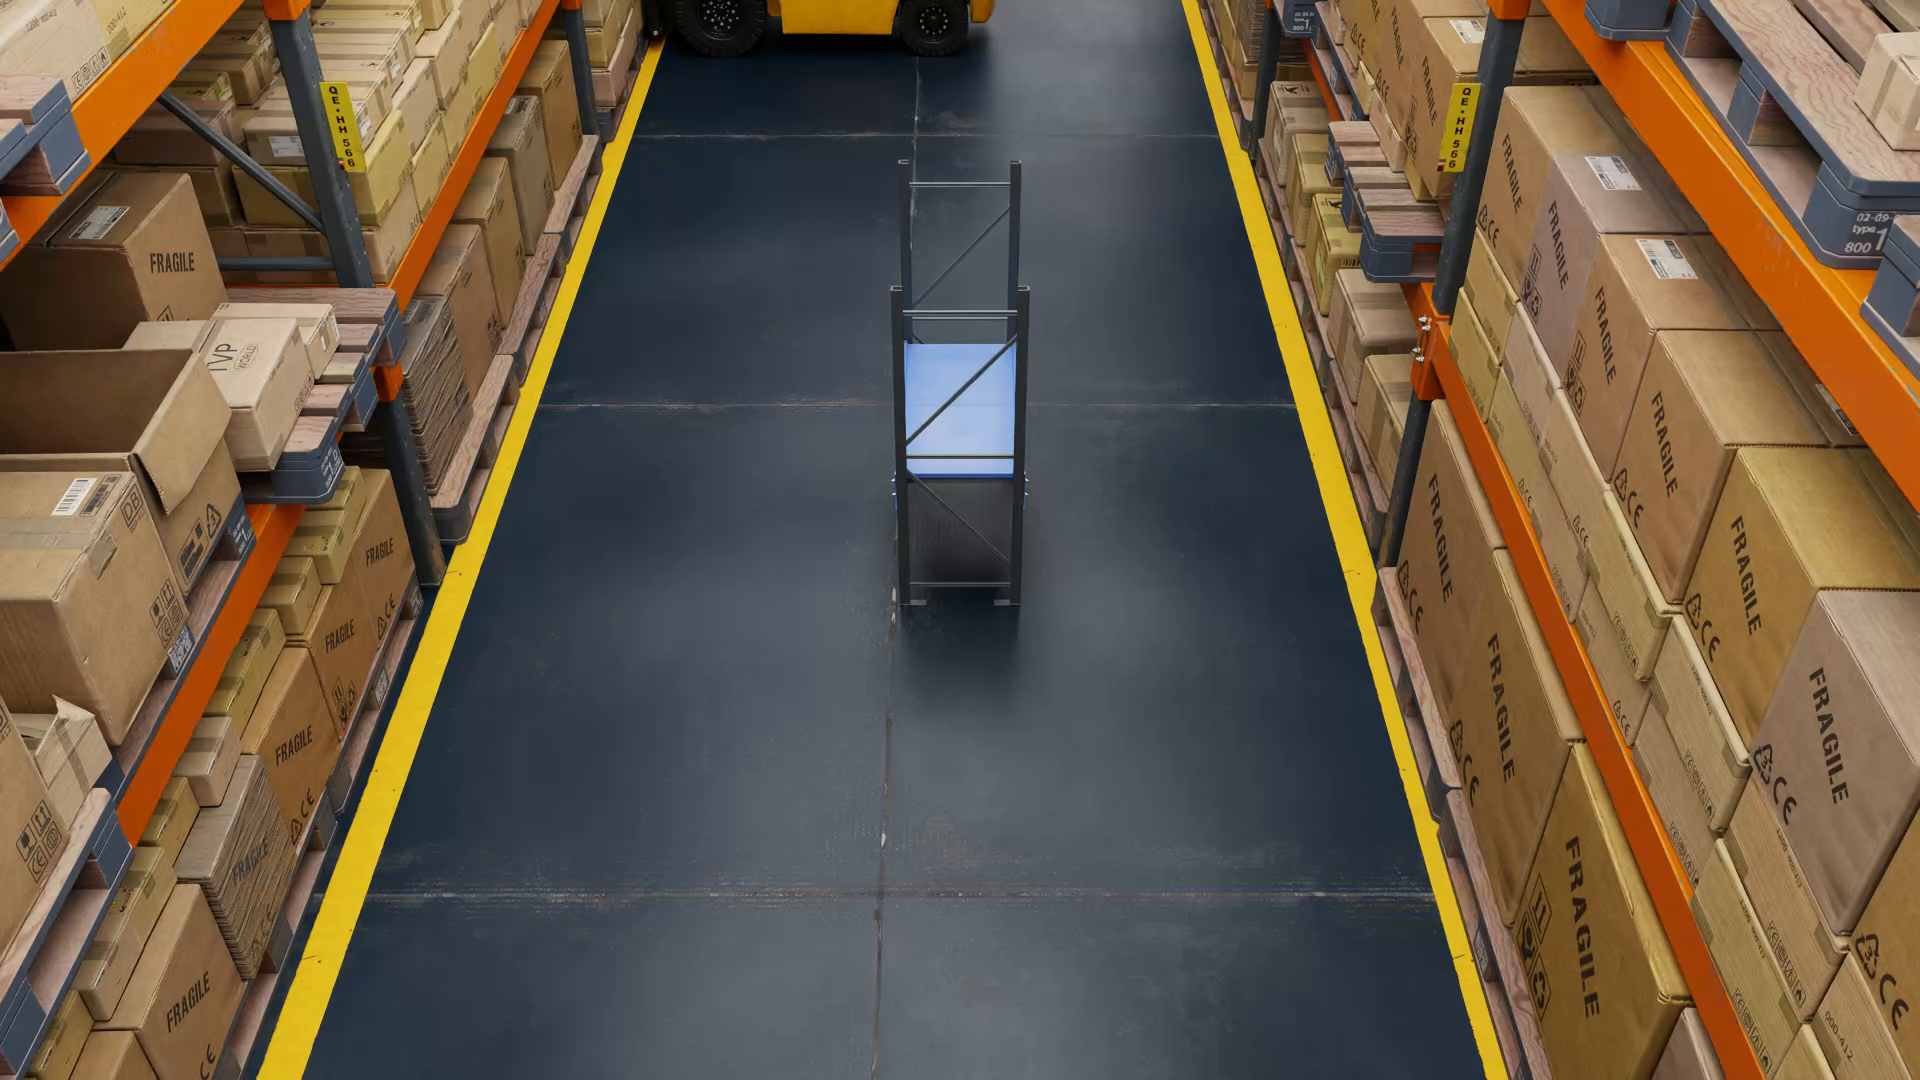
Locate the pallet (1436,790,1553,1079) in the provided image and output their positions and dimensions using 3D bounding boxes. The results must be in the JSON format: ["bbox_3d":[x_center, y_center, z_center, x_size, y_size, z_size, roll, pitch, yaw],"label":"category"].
[{"bbox_3d":[2.200,1.329,5.423,1.003,0.211,1.213,0,39,0],"label":"pallet"}]

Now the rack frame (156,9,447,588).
[{"bbox_3d":[-2.688,-1.008,6.109,1.000,3.000,0.127,0,39,0],"label":"rack frame"}]

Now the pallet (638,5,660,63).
[{"bbox_3d":[-2.656,-3.683,11.677,1.003,0.211,1.213,0,39,0],"label":"pallet"}]

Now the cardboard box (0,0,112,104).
[{"bbox_3d":[-2.443,-1.172,4.035,0.500,0.250,0.500,0,39,0],"label":"cardboard box"}]

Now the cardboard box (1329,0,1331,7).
[{"bbox_3d":[1.981,-2.586,7.944,0.380,0.149,0.250,0,39,0],"label":"cardboard box"}]

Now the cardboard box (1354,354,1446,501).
[{"bbox_3d":[2.285,-0.505,7.248,0.950,0.372,0.625,-2,39,-3],"label":"cardboard box"}]

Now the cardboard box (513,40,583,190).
[{"bbox_3d":[-2.681,-2.420,9.434,0.875,0.625,0.625,2,39,2],"label":"cardboard box"}]

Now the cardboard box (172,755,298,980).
[{"bbox_3d":[-2.460,1.033,5.225,0.500,0.500,0.500,-1,39,-2],"label":"cardboard box"}]

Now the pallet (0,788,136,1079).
[{"bbox_3d":[-2.575,1.069,3.671,1.003,0.211,1.213,0,39,0],"label":"pallet"}]

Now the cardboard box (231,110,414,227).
[{"bbox_3d":[-2.419,-1.422,6.346,0.500,0.250,0.500,0,39,0],"label":"cardboard box"}]

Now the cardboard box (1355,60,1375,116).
[{"bbox_3d":[1.916,-1.939,7.136,0.380,0.149,0.250,1,39,1],"label":"cardboard box"}]

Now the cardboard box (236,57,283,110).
[{"bbox_3d":[-2.969,-1.745,6.749,0.500,0.250,0.500,0,39,0],"label":"cardboard box"}]

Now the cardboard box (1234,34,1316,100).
[{"bbox_3d":[2.002,-2.976,10.427,0.500,0.250,0.500,2,39,2],"label":"cardboard box"}]

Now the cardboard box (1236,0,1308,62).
[{"bbox_3d":[2.002,-3.268,10.193,0.500,0.500,0.500,-1,39,-1],"label":"cardboard box"}]

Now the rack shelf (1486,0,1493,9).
[{"bbox_3d":[2.273,-3.154,6.964,1.077,0.370,4.000,0,39,0],"label":"rack shelf"}]

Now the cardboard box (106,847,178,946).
[{"bbox_3d":[-2.482,1.011,4.734,0.380,0.149,0.250,1,39,2],"label":"cardboard box"}]

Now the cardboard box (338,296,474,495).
[{"bbox_3d":[-2.675,-0.635,7.207,0.875,0.625,0.625,1,39,1],"label":"cardboard box"}]

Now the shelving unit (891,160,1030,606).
[{"bbox_3d":[0.000,-0.639,6.848,0.538,1.500,1.048,0,39,0],"label":"shelving unit"}]

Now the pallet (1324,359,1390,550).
[{"bbox_3d":[2.276,-0.414,7.598,1.003,0.211,1.213,0,39,0],"label":"pallet"}]

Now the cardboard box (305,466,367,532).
[{"bbox_3d":[-2.434,-0.141,6.171,0.380,0.149,0.250,-2,39,-2],"label":"cardboard box"}]

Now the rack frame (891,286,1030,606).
[{"bbox_3d":[0.000,-0.321,6.451,0.500,1.500,0.032,0,39,0],"label":"rack frame"}]

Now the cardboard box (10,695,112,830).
[{"bbox_3d":[-2.301,0.513,3.983,0.396,0.266,0.258,2,39,2],"label":"cardboard box"}]

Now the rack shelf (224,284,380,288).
[{"bbox_3d":[-2.690,-2.054,7.833,0.919,0.124,3.809,0,39,0],"label":"rack shelf"}]

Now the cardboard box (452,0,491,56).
[{"bbox_3d":[-2.452,-2.382,7.544,0.500,0.250,0.500,0,39,1],"label":"cardboard box"}]

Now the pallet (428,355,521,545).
[{"bbox_3d":[-2.650,-0.434,7.623,1.003,0.211,1.213,0,39,0],"label":"pallet"}]

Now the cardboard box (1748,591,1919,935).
[{"bbox_3d":[2.021,0.456,3.403,0.500,0.500,0.500,1,39,1],"label":"cardboard box"}]

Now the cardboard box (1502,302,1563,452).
[{"bbox_3d":[2.029,-0.510,5.208,0.500,0.250,0.500,1,39,1],"label":"cardboard box"}]

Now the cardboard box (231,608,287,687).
[{"bbox_3d":[-2.492,0.360,5.547,0.380,0.149,0.250,1,39,1],"label":"cardboard box"}]

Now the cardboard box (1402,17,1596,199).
[{"bbox_3d":[1.997,-1.617,6.215,0.500,0.500,0.500,-1,39,-1],"label":"cardboard box"}]

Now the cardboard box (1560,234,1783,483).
[{"bbox_3d":[2.027,-0.501,4.596,0.500,0.500,0.500,1,39,1],"label":"cardboard box"}]

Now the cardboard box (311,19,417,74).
[{"bbox_3d":[-2.434,-1.991,6.737,0.380,0.149,0.250,0,39,0],"label":"cardboard box"}]

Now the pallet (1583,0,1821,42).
[{"bbox_3d":[2.329,-1.708,4.735,1.213,0.211,1.003,2,39,2],"label":"pallet"}]

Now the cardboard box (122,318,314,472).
[{"bbox_3d":[-2.363,-0.454,5.202,0.500,0.250,0.500,-2,39,-2],"label":"cardboard box"}]

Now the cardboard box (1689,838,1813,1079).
[{"bbox_3d":[2.028,0.947,3.789,0.500,0.250,0.500,-1,39,-1],"label":"cardboard box"}]

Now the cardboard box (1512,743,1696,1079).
[{"bbox_3d":[2.191,1.200,4.717,0.875,0.875,0.875,1,39,1],"label":"cardboard box"}]

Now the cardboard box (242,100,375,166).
[{"bbox_3d":[-2.394,-1.499,6.124,0.380,0.149,0.250,1,39,1],"label":"cardboard box"}]

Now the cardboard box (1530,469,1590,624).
[{"bbox_3d":[2.038,0.000,4.971,0.500,0.250,0.500,1,39,1],"label":"cardboard box"}]

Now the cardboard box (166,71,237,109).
[{"bbox_3d":[-3.003,-1.667,6.333,0.380,0.149,0.250,1,39,1],"label":"cardboard box"}]

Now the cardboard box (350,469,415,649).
[{"bbox_3d":[-2.473,0.068,6.430,0.500,0.500,0.500,1,39,1],"label":"cardboard box"}]

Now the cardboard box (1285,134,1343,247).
[{"bbox_3d":[2.278,-1.876,8.958,0.950,0.372,0.625,2,39,3],"label":"cardboard box"}]

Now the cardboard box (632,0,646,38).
[{"bbox_3d":[-2.394,-3.542,11.134,0.500,0.250,0.500,1,39,1],"label":"cardboard box"}]

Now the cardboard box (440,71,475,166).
[{"bbox_3d":[-2.447,-1.864,7.297,0.500,0.250,0.500,-1,39,-2],"label":"cardboard box"}]

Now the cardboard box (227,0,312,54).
[{"bbox_3d":[-2.935,-2.146,6.930,0.380,0.149,0.250,0,39,0],"label":"cardboard box"}]

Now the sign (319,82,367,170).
[{"bbox_3d":[-2.145,-1.435,5.779,0.100,0.325,0.005,0,39,0],"label":"sign"}]

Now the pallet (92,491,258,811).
[{"bbox_3d":[-2.681,0.283,4.651,1.003,0.211,1.213,0,39,0],"label":"pallet"}]

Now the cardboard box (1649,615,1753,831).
[{"bbox_3d":[2.022,0.439,4.024,0.500,0.250,0.500,1,39,1],"label":"cardboard box"}]

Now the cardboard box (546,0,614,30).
[{"bbox_3d":[-2.379,-3.293,10.024,0.500,0.250,0.500,-1,39,-1],"label":"cardboard box"}]

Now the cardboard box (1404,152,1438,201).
[{"bbox_3d":[1.967,-1.452,6.528,0.380,0.149,0.250,1,39,1],"label":"cardboard box"}]

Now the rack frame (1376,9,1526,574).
[{"bbox_3d":[2.276,-1.014,6.116,1.000,3.000,0.127,0,39,0],"label":"rack frame"}]
